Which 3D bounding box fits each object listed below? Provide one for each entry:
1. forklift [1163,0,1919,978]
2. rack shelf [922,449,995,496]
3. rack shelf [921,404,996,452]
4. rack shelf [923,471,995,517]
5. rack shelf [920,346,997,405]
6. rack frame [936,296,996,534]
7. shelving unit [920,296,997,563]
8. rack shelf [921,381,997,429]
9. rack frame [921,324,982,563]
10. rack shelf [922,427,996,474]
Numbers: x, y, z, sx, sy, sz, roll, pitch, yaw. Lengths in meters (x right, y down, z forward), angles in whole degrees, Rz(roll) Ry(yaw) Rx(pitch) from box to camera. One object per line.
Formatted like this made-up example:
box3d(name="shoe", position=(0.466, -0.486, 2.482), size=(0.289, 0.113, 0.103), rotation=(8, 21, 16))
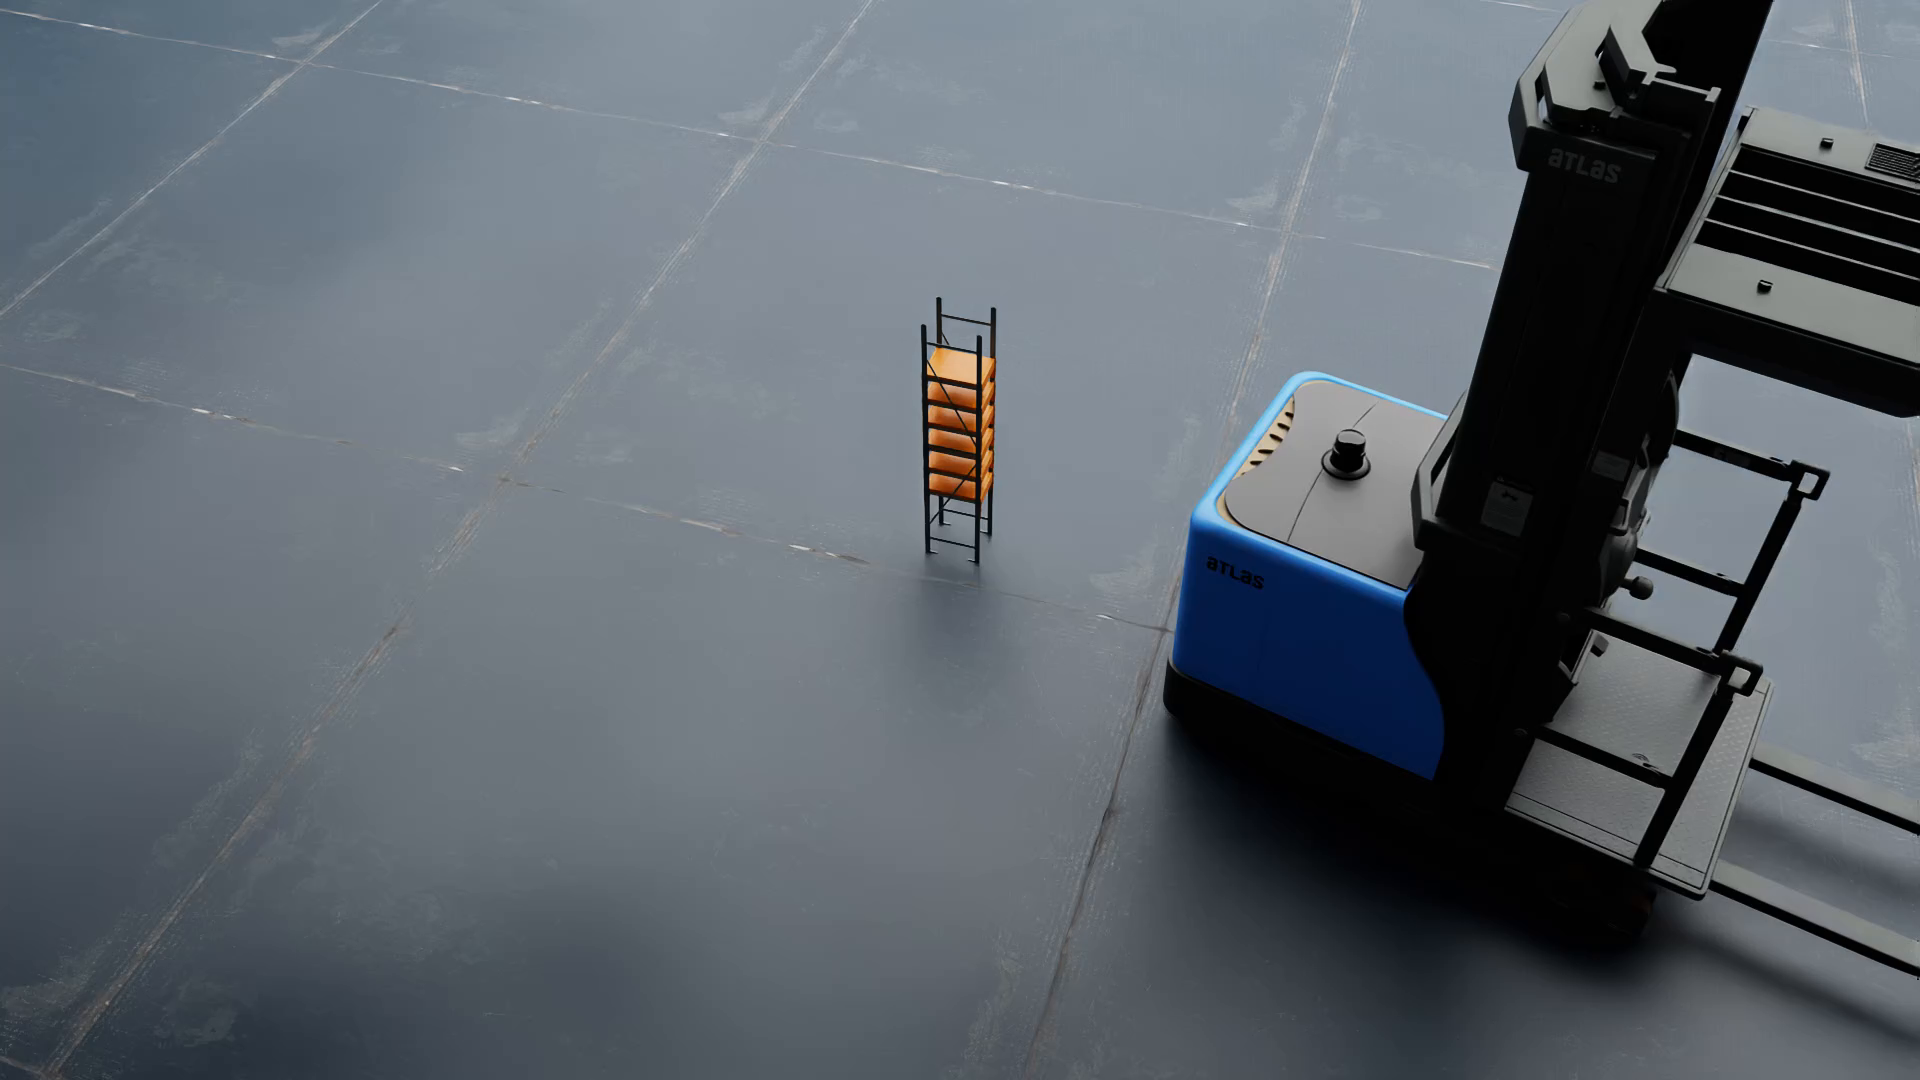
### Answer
box3d(name="forklift", position=(2.310, -0.120, 5.176), size=(3.031, 2.935, 1.130), rotation=(23, 49, 22))
box3d(name="rack shelf", position=(-0.004, -0.302, 6.834), size=(0.258, 0.103, 0.180), rotation=(13, 46, 12))
box3d(name="rack shelf", position=(-0.004, -0.473, 6.667), size=(0.258, 0.103, 0.180), rotation=(13, 46, 12))
box3d(name="rack shelf", position=(-0.004, -0.216, 6.918), size=(0.258, 0.103, 0.180), rotation=(13, 46, 12))
box3d(name="rack shelf", position=(-0.004, -0.645, 6.499), size=(0.258, 0.103, 0.180), rotation=(13, 46, 12))
box3d(name="rack frame", position=(0.023, -0.480, 6.782), size=(0.240, 1.200, 0.006), rotation=(13, 46, 13))
box3d(name="shelving unit", position=(-0.004, -0.419, 6.719), size=(0.258, 1.200, 0.189), rotation=(13, 46, 13))
box3d(name="rack shelf", position=(-0.004, -0.559, 6.583), size=(0.258, 0.103, 0.180), rotation=(13, 46, 12))
box3d(name="rack frame", position=(-0.032, -0.358, 6.657), size=(0.240, 1.200, 0.006), rotation=(13, 46, 13))
box3d(name="rack shelf", position=(-0.004, -0.387, 6.751), size=(0.258, 0.103, 0.180), rotation=(13, 46, 12))
